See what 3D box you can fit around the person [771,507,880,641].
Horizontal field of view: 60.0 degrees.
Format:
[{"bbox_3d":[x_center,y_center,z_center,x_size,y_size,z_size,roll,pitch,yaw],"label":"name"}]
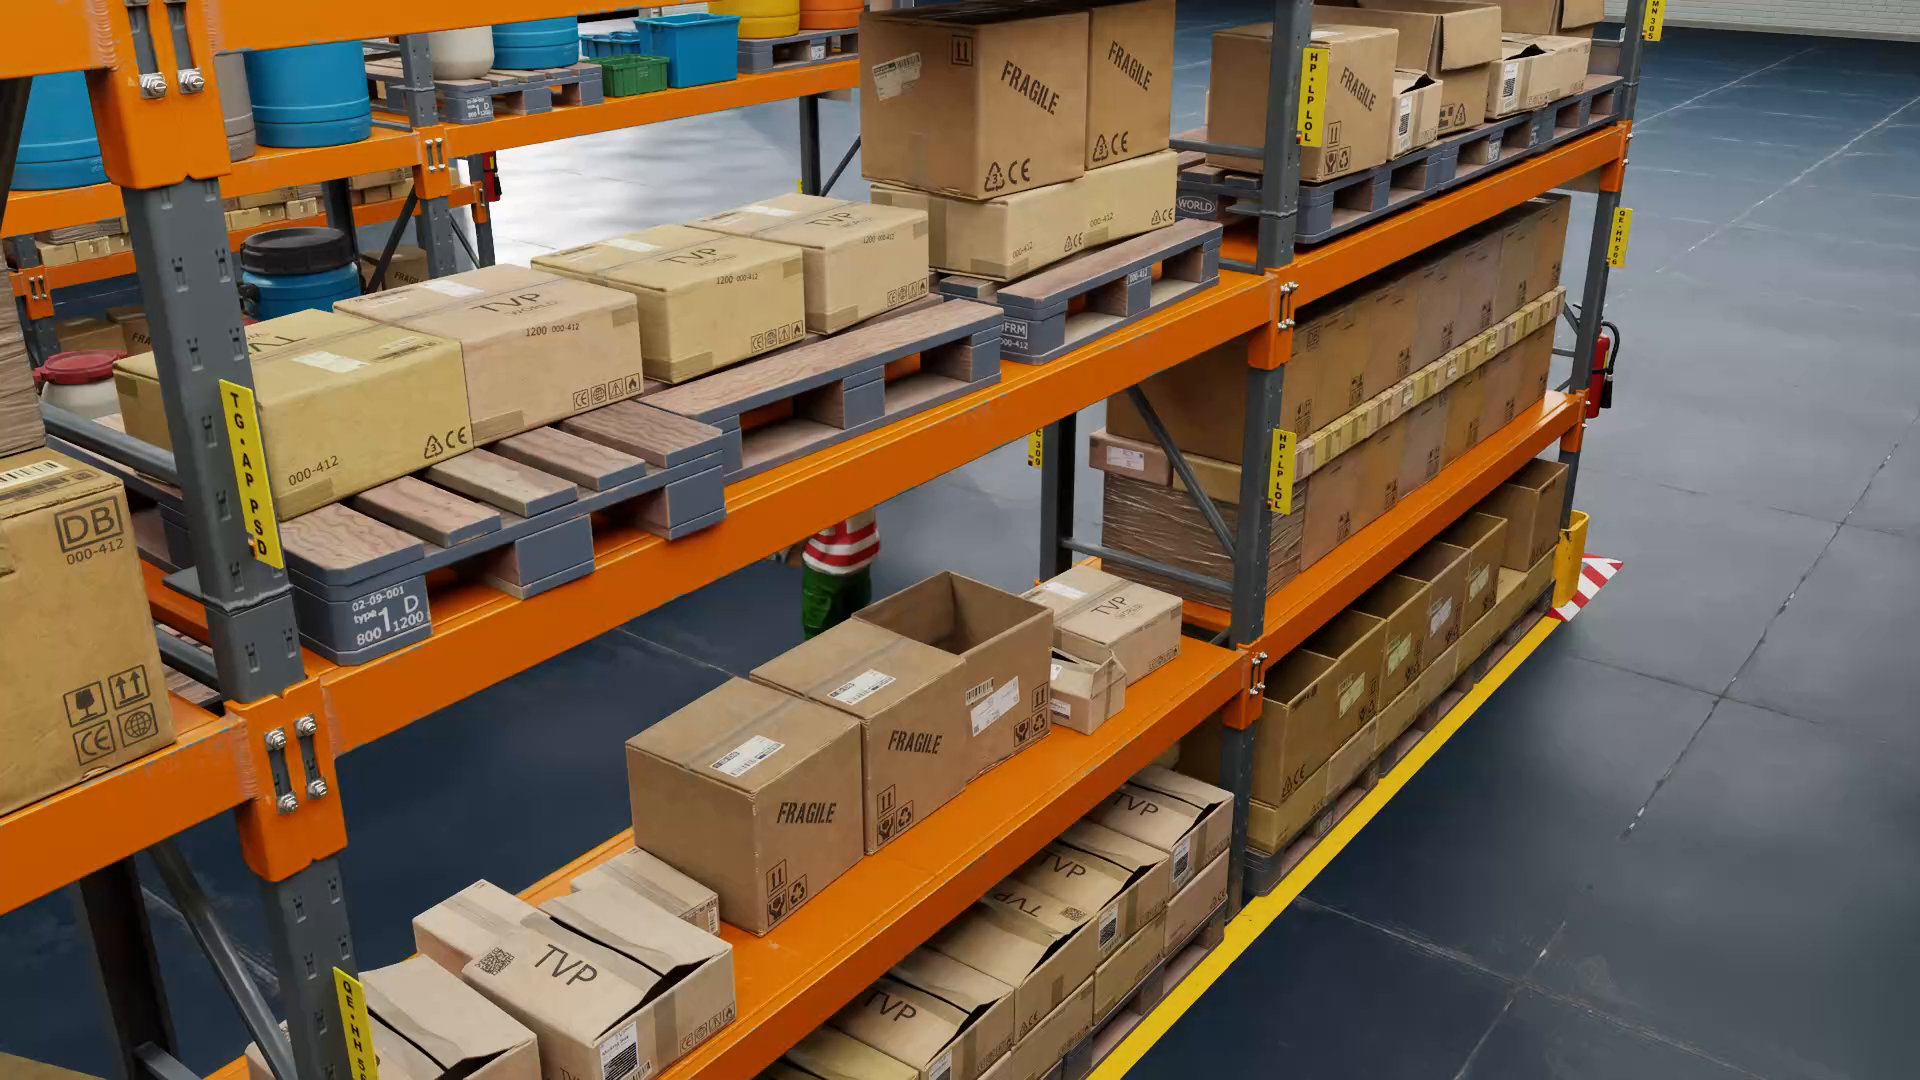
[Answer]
[{"bbox_3d":[-0.677,0.080,8.375,0.519,1.794,0.526,16,28,33],"label":"person"}]
